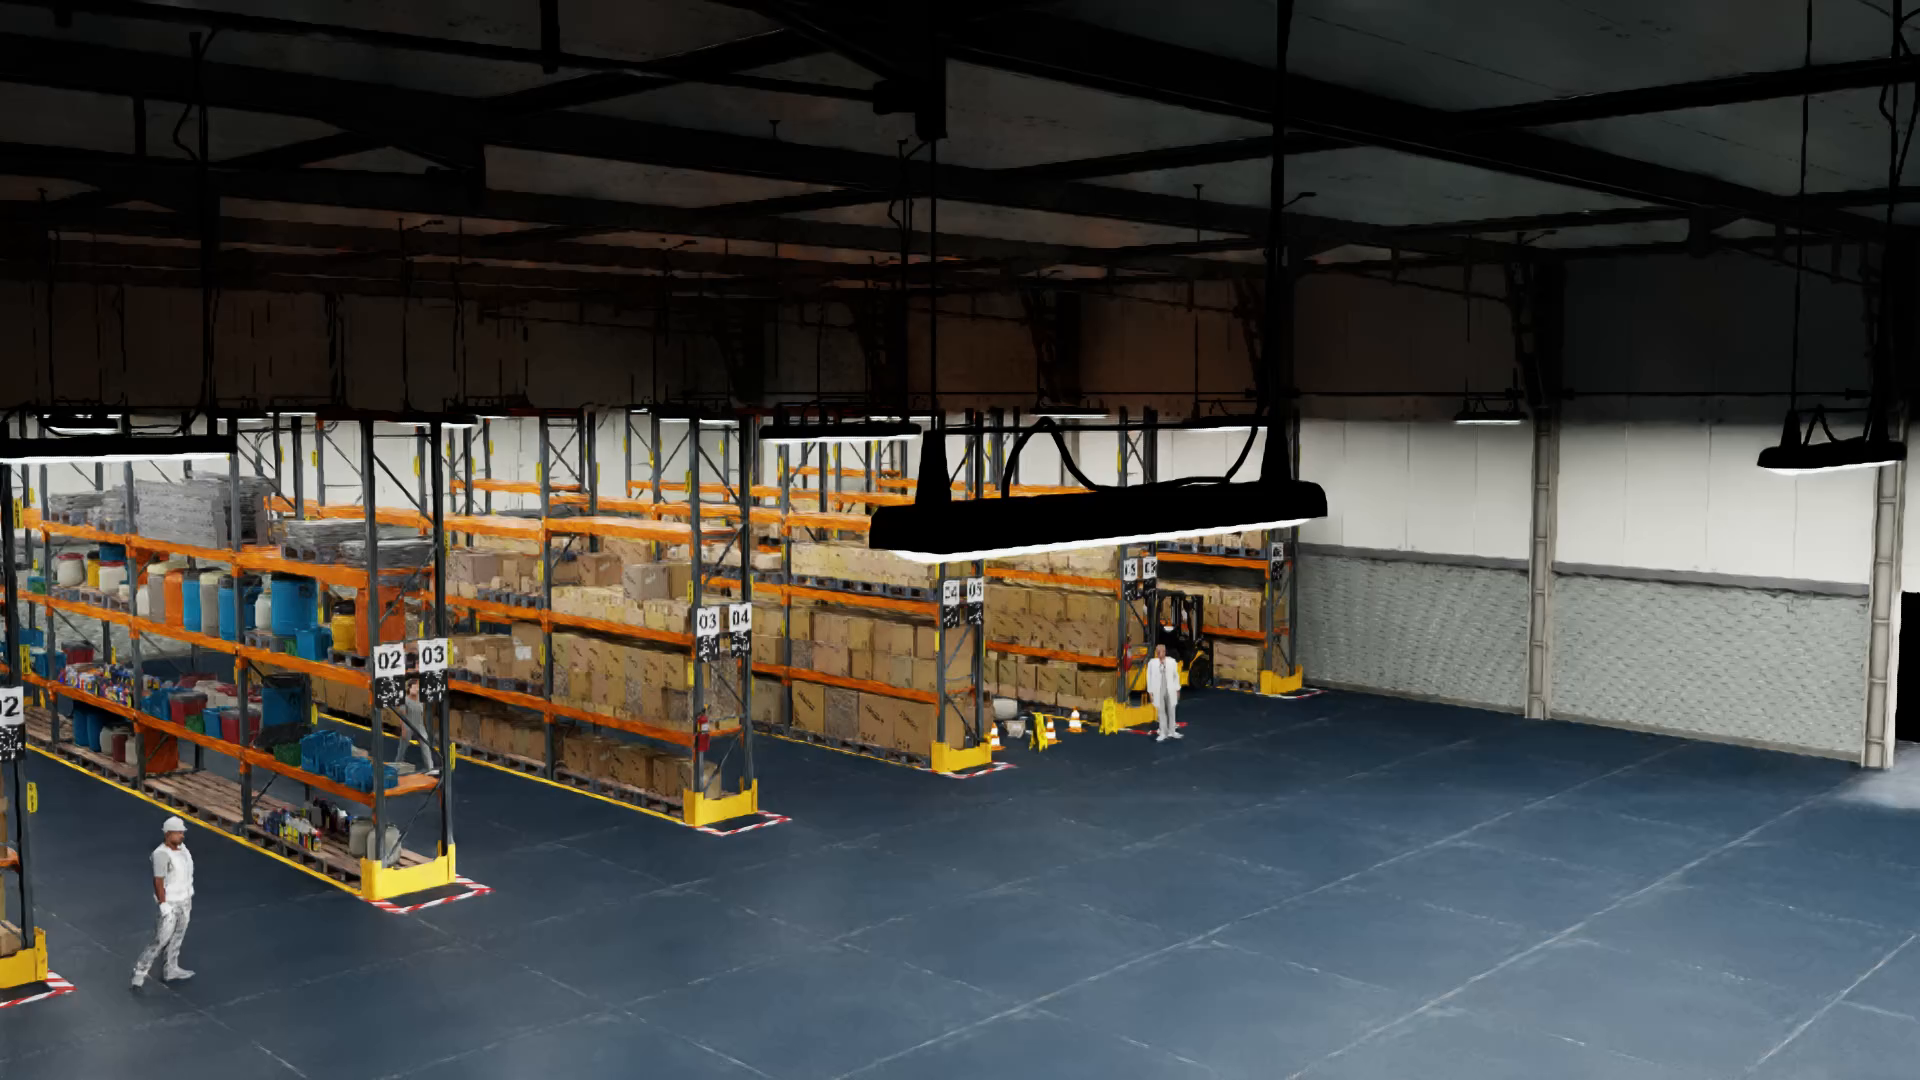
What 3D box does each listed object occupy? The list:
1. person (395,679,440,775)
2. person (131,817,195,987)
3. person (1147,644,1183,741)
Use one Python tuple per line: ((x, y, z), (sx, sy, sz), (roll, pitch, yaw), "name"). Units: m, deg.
((-9.059, 3.084, 27.530), (0.446, 1.590, 1.110), (-5, 7, -44), "person")
((-8.543, 3.869, 17.792), (0.521, 1.773, 0.745), (0, 5, 3), "person")
((3.746, 2.765, 30.364), (0.683, 1.771, 0.495), (0, 5, 1), "person")
